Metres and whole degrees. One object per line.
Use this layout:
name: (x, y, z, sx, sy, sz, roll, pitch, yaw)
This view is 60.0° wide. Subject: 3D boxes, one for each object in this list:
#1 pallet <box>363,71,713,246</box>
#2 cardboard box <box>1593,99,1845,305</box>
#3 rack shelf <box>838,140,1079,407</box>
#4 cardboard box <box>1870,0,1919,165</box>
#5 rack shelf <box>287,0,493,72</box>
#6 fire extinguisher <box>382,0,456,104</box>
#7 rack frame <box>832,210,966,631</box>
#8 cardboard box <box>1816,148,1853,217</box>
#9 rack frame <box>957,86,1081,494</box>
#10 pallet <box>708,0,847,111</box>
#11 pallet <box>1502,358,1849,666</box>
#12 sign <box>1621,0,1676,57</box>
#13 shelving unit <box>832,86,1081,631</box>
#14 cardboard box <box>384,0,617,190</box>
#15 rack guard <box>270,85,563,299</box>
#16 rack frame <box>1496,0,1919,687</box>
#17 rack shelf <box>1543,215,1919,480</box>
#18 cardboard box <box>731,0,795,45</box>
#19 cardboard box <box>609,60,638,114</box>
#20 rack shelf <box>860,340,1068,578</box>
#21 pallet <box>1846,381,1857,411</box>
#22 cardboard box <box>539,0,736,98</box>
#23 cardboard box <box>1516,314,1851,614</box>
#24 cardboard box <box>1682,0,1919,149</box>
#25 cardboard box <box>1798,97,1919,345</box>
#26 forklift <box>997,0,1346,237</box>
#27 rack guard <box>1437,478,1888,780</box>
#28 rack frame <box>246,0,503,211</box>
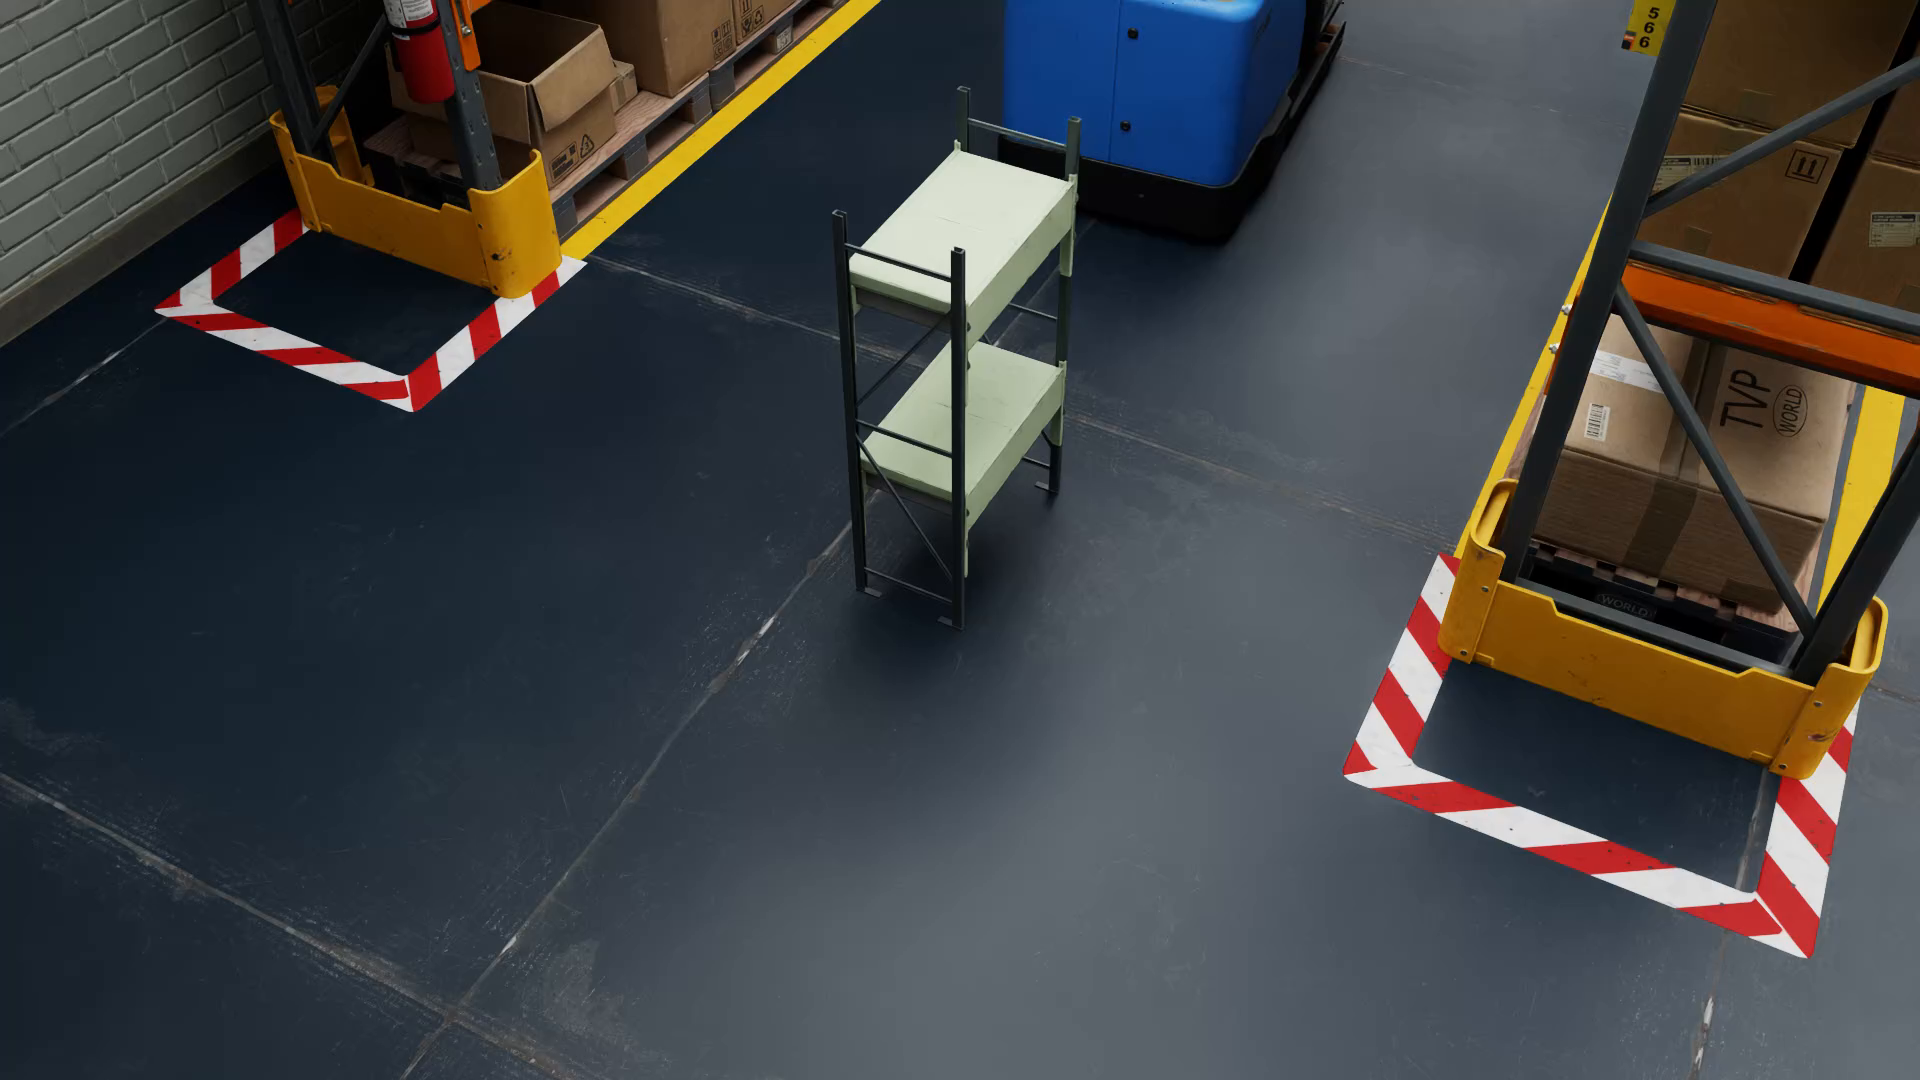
pallet: (-1.853, -1.834, 7.415, 1.003, 0.211, 1.213, 20, 49, 19)
cardboard box: (2.130, -1.054, 4.613, 0.500, 0.500, 0.500, 21, 49, 19)
rack shelf: (0.003, -0.806, 4.943, 0.431, 0.370, 0.720, 20, 49, 19)
cardboard box: (2.616, -1.223, 4.076, 0.500, 0.500, 0.500, 19, 48, 18)
rack shelf: (-1.329, -3.271, 7.380, 1.077, 0.370, 4.000, 20, 49, 19)
fire extinguisher: (-1.916, -1.861, 5.797, 0.296, 0.674, 0.183, 20, 49, 19)
rack frame: (-0.167, -0.301, 4.993, 0.400, 1.500, 0.023, 20, 49, 19)
cardboard box: (2.828, -1.198, 4.755, 0.500, 0.500, 0.500, 20, 49, 19)
rack frame: (0.173, -0.762, 5.449, 0.400, 1.500, 0.023, 20, 49, 19)
pallet: (-1.285, -2.600, 8.171, 1.003, 0.211, 1.213, 20, 49, 19)
pallet: (2.443, -0.177, 5.777, 1.003, 0.211, 1.213, 20, 49, 19)
sign: (1.667, -1.306, 3.951, 0.100, 0.325, 0.005, 20, 49, 19)
shelving unit: (0.003, -0.531, 5.221, 0.431, 1.500, 0.755, 20, 49, 19)
cardboard box: (-1.889, -1.888, 6.967, 0.797, 0.503, 0.637, 19, 48, 18)
rack guard: (-2.222, -1.433, 6.815, 1.175, 0.500, 0.348, 20, 49, 19)
rack frame: (2.141, -0.628, 4.261, 1.000, 3.000, 0.127, 20, 49, 19)
rack shelf: (3.069, -1.635, 5.763, 1.077, 0.370, 4.000, 20, 49, 19)
cardboard box: (-1.124, -2.713, 7.784, 0.500, 0.500, 0.500, 21, 49, 20)
cardboard box: (-1.658, -2.019, 7.345, 0.380, 0.149, 0.250, 19, 48, 18)
rack shelf: (0.003, -0.302, 5.453, 0.431, 0.370, 0.720, 20, 49, 19)
pallet: (3.010, -0.943, 6.533, 1.003, 0.211, 1.213, 20, 49, 19)
cardboard box: (-1.458, -2.413, 7.488, 0.700, 0.500, 0.500, 22, 49, 21)
cardboard box: (2.359, -0.324, 5.467, 0.875, 0.438, 0.875, 19, 48, 18)
cardboard box: (2.154, -1.397, 4.248, 0.500, 0.500, 0.500, 22, 49, 20)
cardboard box: (2.618, -0.871, 4.431, 0.500, 0.500, 0.500, 20, 49, 19)
forklift: (1.210, -3.347, 6.997, 1.130, 2.935, 3.031, 17, 48, 16)
rack guard: (2.130, 0.266, 5.136, 1.175, 0.500, 0.348, 20, 49, 19)
rack frame: (-2.257, -2.264, 5.879, 1.000, 3.000, 0.127, 20, 49, 19)
